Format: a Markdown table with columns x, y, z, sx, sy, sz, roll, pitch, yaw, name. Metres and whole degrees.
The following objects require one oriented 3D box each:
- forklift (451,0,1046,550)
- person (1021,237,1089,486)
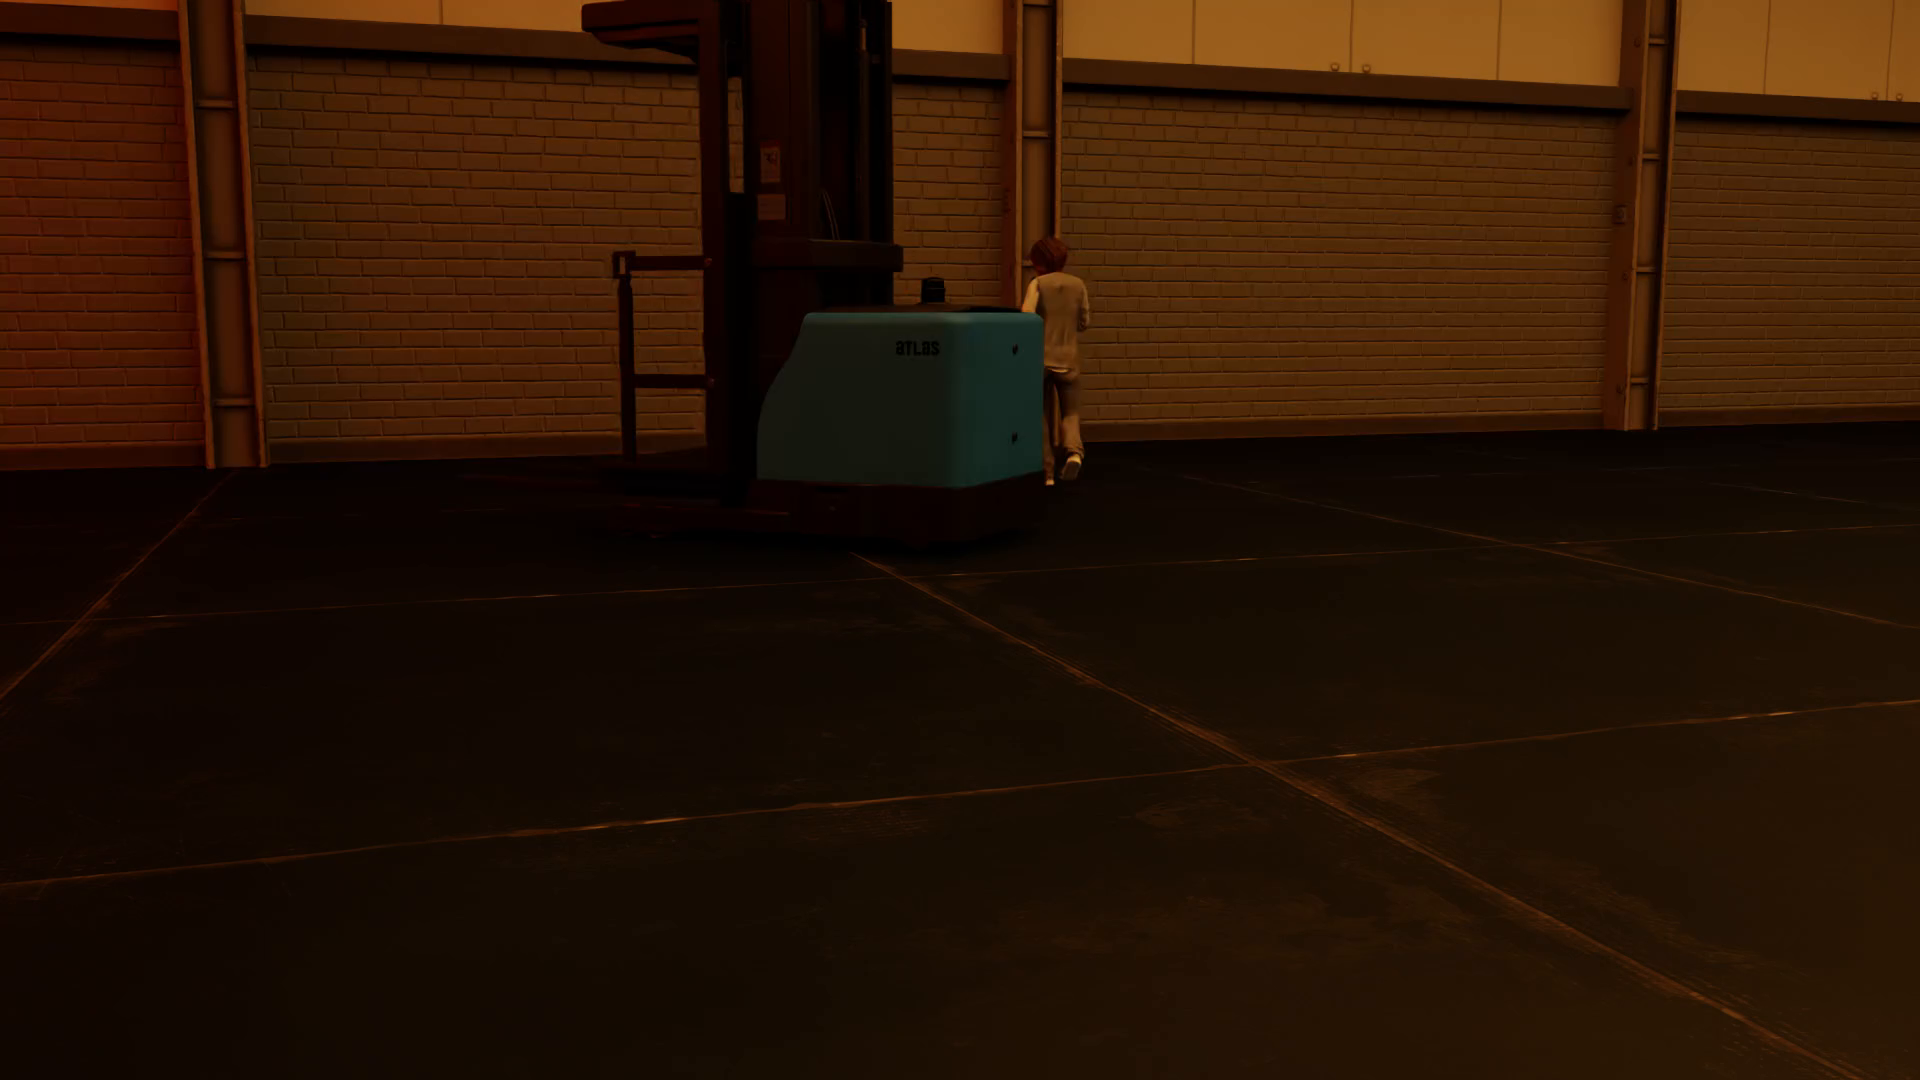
| x | y | z | sx | sy | sz | roll | pitch | yaw | name |
| --- | --- | --- | --- | --- | --- | --- | --- | --- | --- |
| -1.142 | -1.515 | 8.188 | 3.031 | 2.935 | 1.130 | 3 | 8 | 24 | forklift |
| 0.535 | -1.008 | 10.154 | 0.529 | 1.416 | 0.615 | 0 | 8 | -3 | person |
